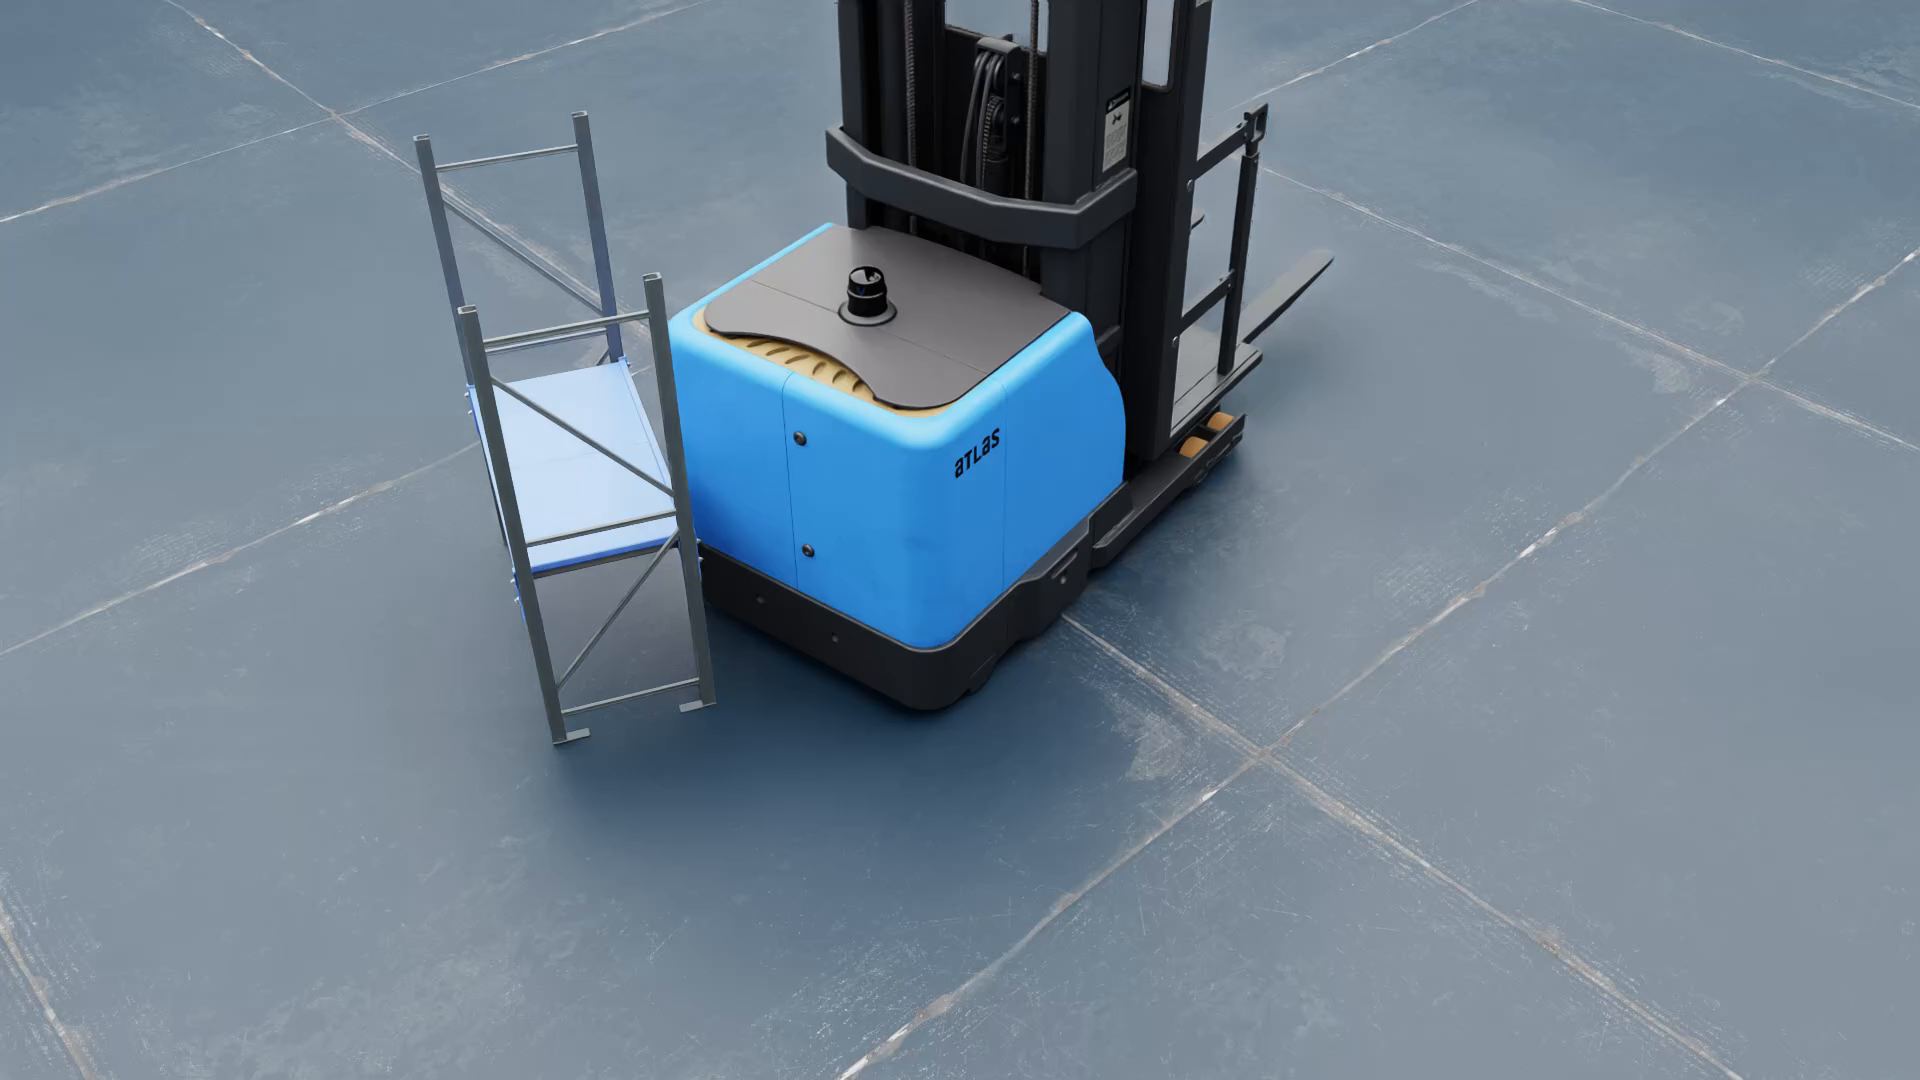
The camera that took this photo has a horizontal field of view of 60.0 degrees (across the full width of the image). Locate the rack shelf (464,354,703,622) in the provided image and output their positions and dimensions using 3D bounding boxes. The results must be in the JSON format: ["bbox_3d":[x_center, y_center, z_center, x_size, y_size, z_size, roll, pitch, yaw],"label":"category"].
[{"bbox_3d":[-1.165,-0.190,5.077,0.538,0.185,1.000,-13,41,-16],"label":"rack shelf"}]

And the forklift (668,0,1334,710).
[{"bbox_3d":[0.389,-1.508,5.285,1.130,2.935,3.031,24,45,27],"label":"forklift"}]

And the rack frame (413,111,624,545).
[{"bbox_3d":[-1.342,-0.629,5.335,0.500,1.500,0.032,-13,41,-16],"label":"rack frame"}]

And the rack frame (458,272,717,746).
[{"bbox_3d":[-0.989,-0.030,4.593,0.500,1.500,0.032,-13,41,-16],"label":"rack frame"}]

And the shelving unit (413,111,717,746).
[{"bbox_3d":[-1.165,-0.330,4.964,0.538,1.500,1.048,-13,41,-16],"label":"shelving unit"}]
